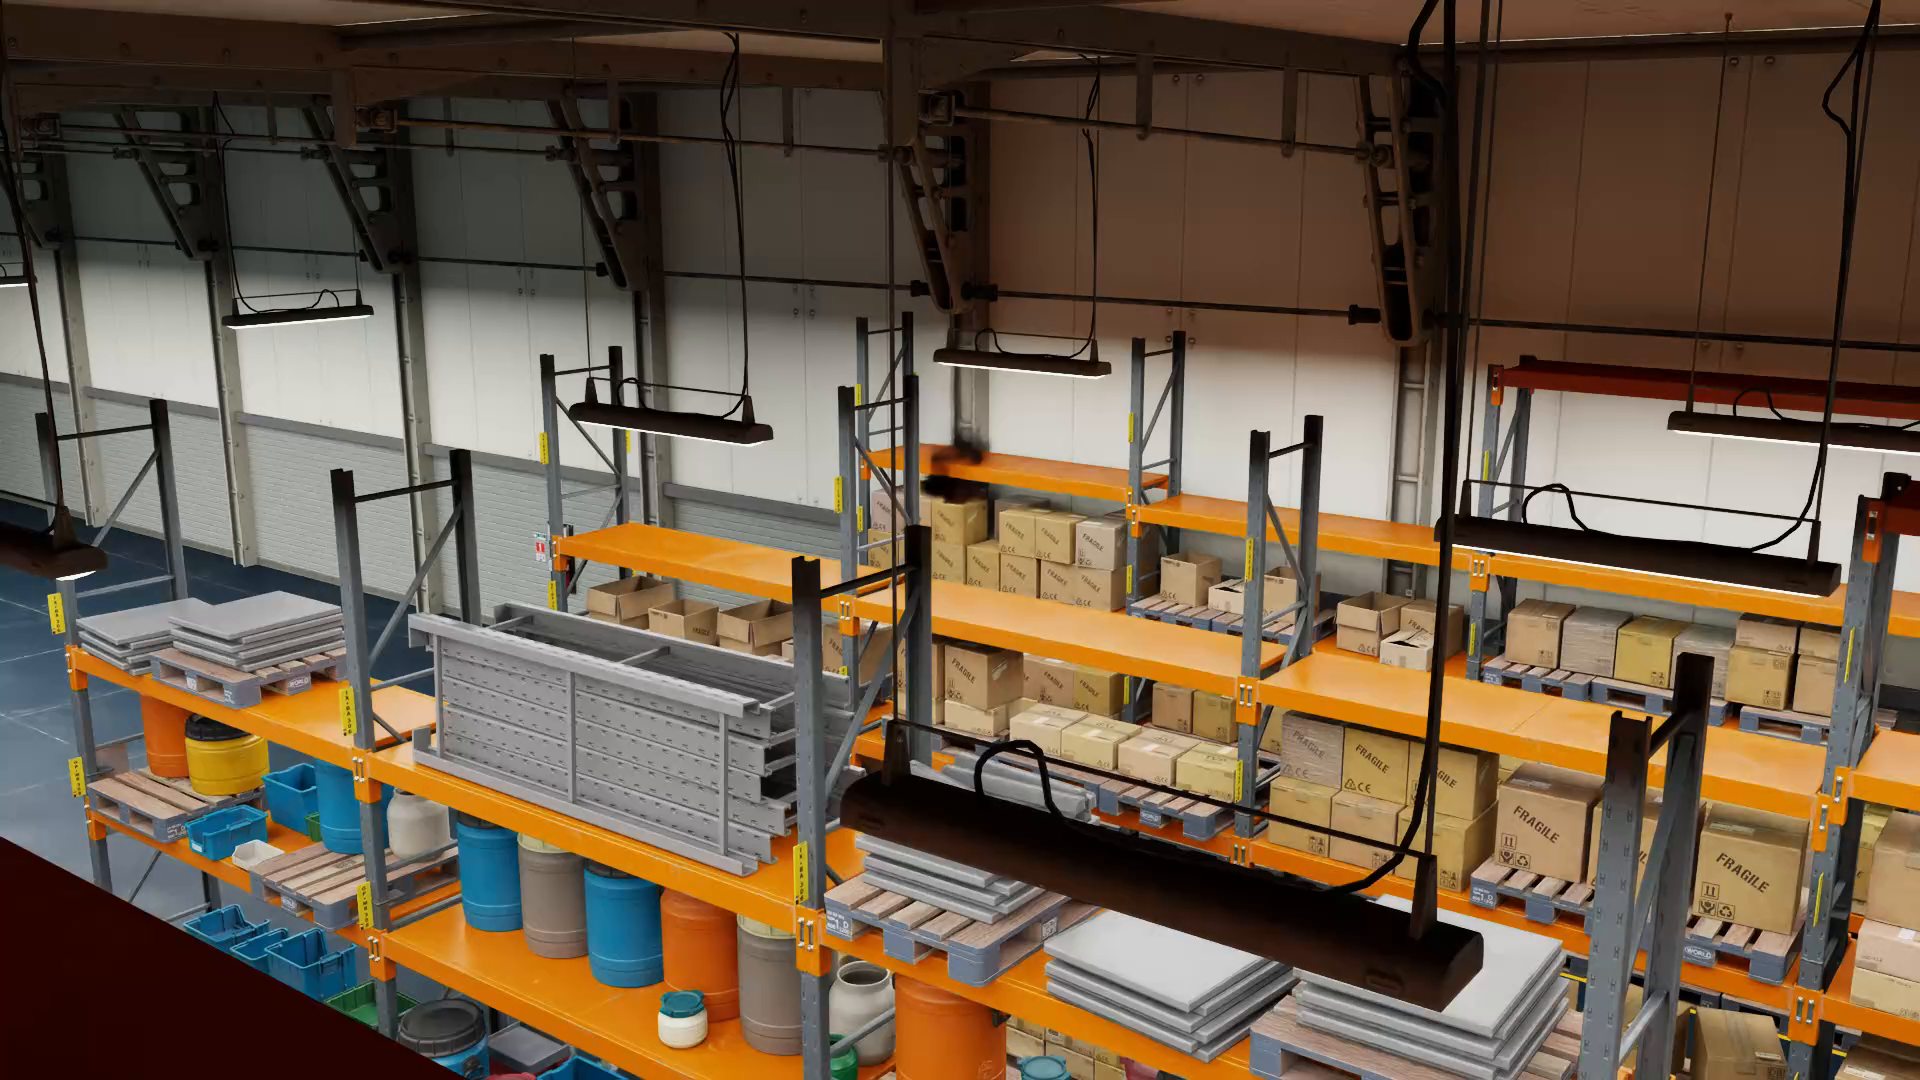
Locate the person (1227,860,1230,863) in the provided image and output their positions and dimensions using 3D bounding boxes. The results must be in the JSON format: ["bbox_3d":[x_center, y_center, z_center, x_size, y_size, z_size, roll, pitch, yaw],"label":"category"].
[{"bbox_3d":[2.626,3.744,15.617,0.704,1.582,0.523,10,16,35],"label":"person"}]

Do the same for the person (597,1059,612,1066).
[{"bbox_3d":[-3.393,3.804,14.533,0.717,1.664,0.654,5,14,22],"label":"person"}]
